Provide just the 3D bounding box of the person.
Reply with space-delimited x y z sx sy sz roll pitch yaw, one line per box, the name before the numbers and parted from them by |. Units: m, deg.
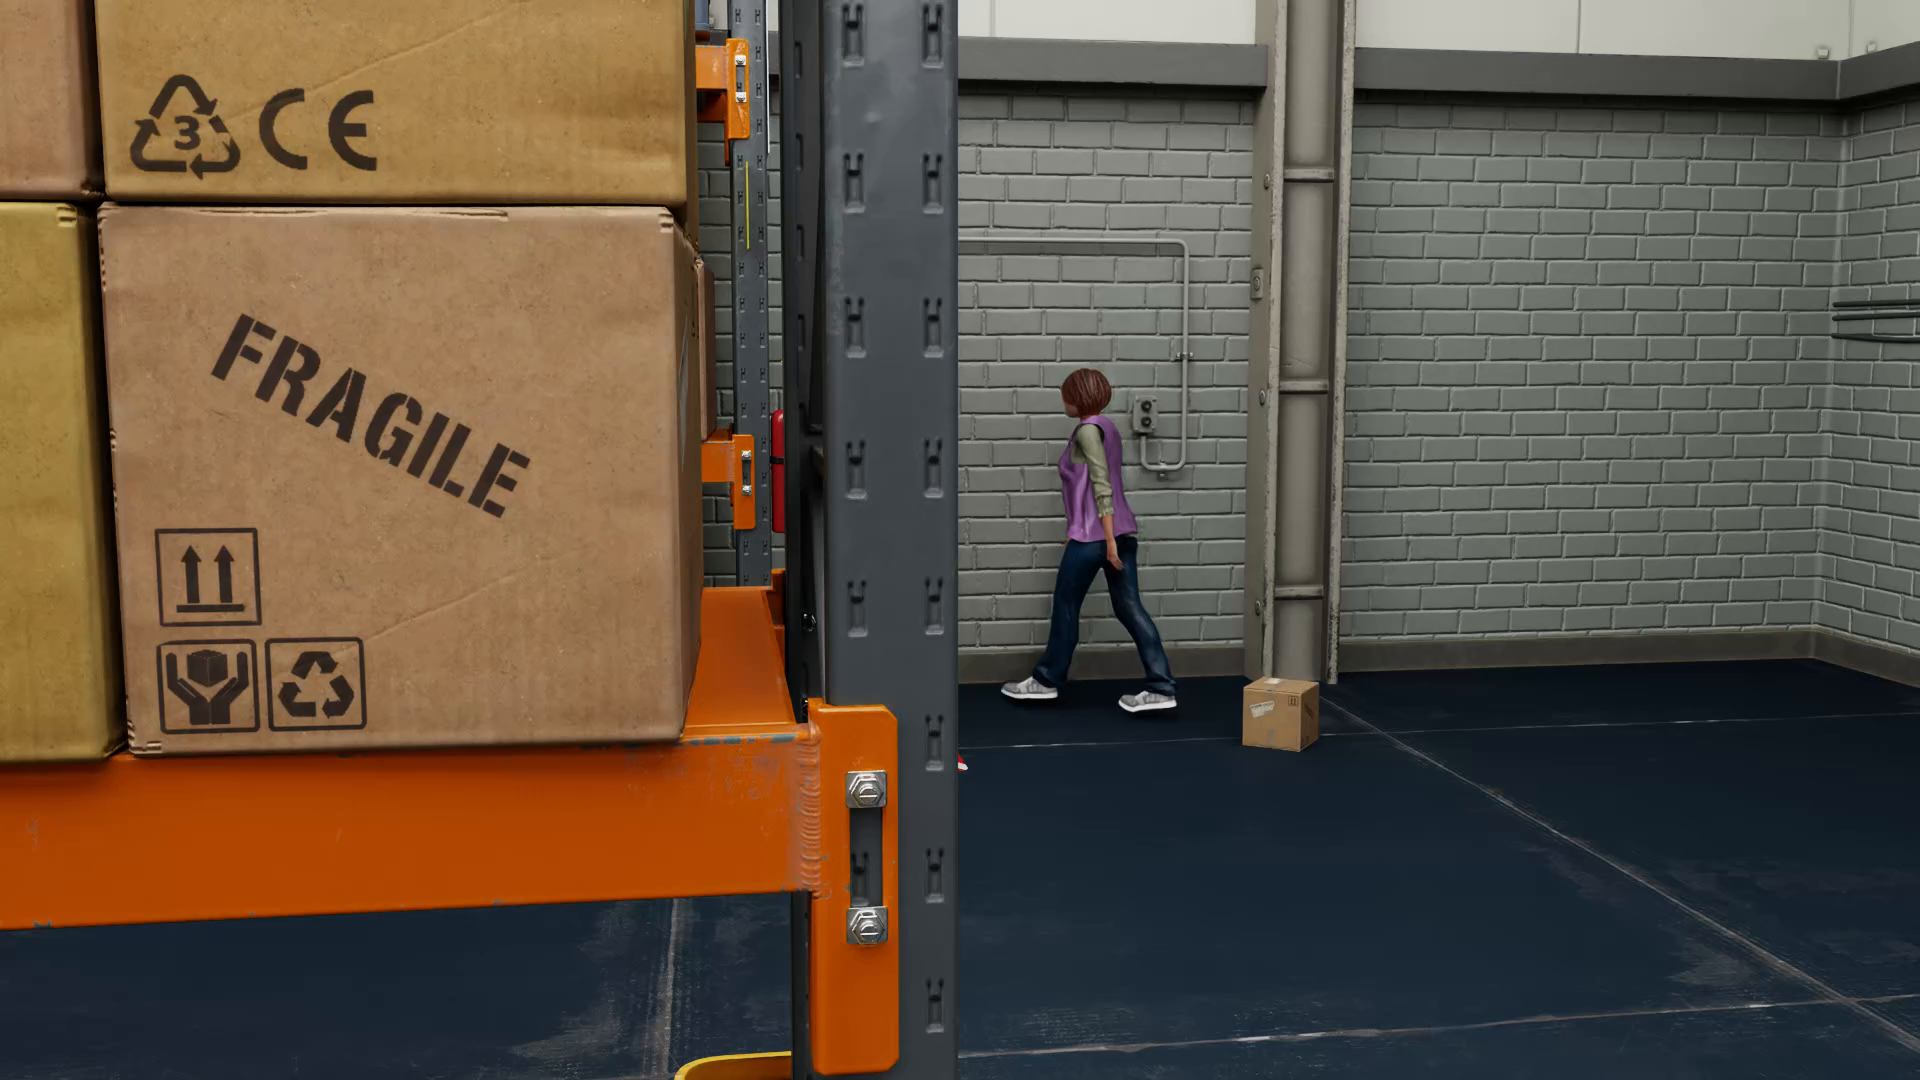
person | 0.628 -0.013 7.596 0.872 1.539 0.411 5 8 35
